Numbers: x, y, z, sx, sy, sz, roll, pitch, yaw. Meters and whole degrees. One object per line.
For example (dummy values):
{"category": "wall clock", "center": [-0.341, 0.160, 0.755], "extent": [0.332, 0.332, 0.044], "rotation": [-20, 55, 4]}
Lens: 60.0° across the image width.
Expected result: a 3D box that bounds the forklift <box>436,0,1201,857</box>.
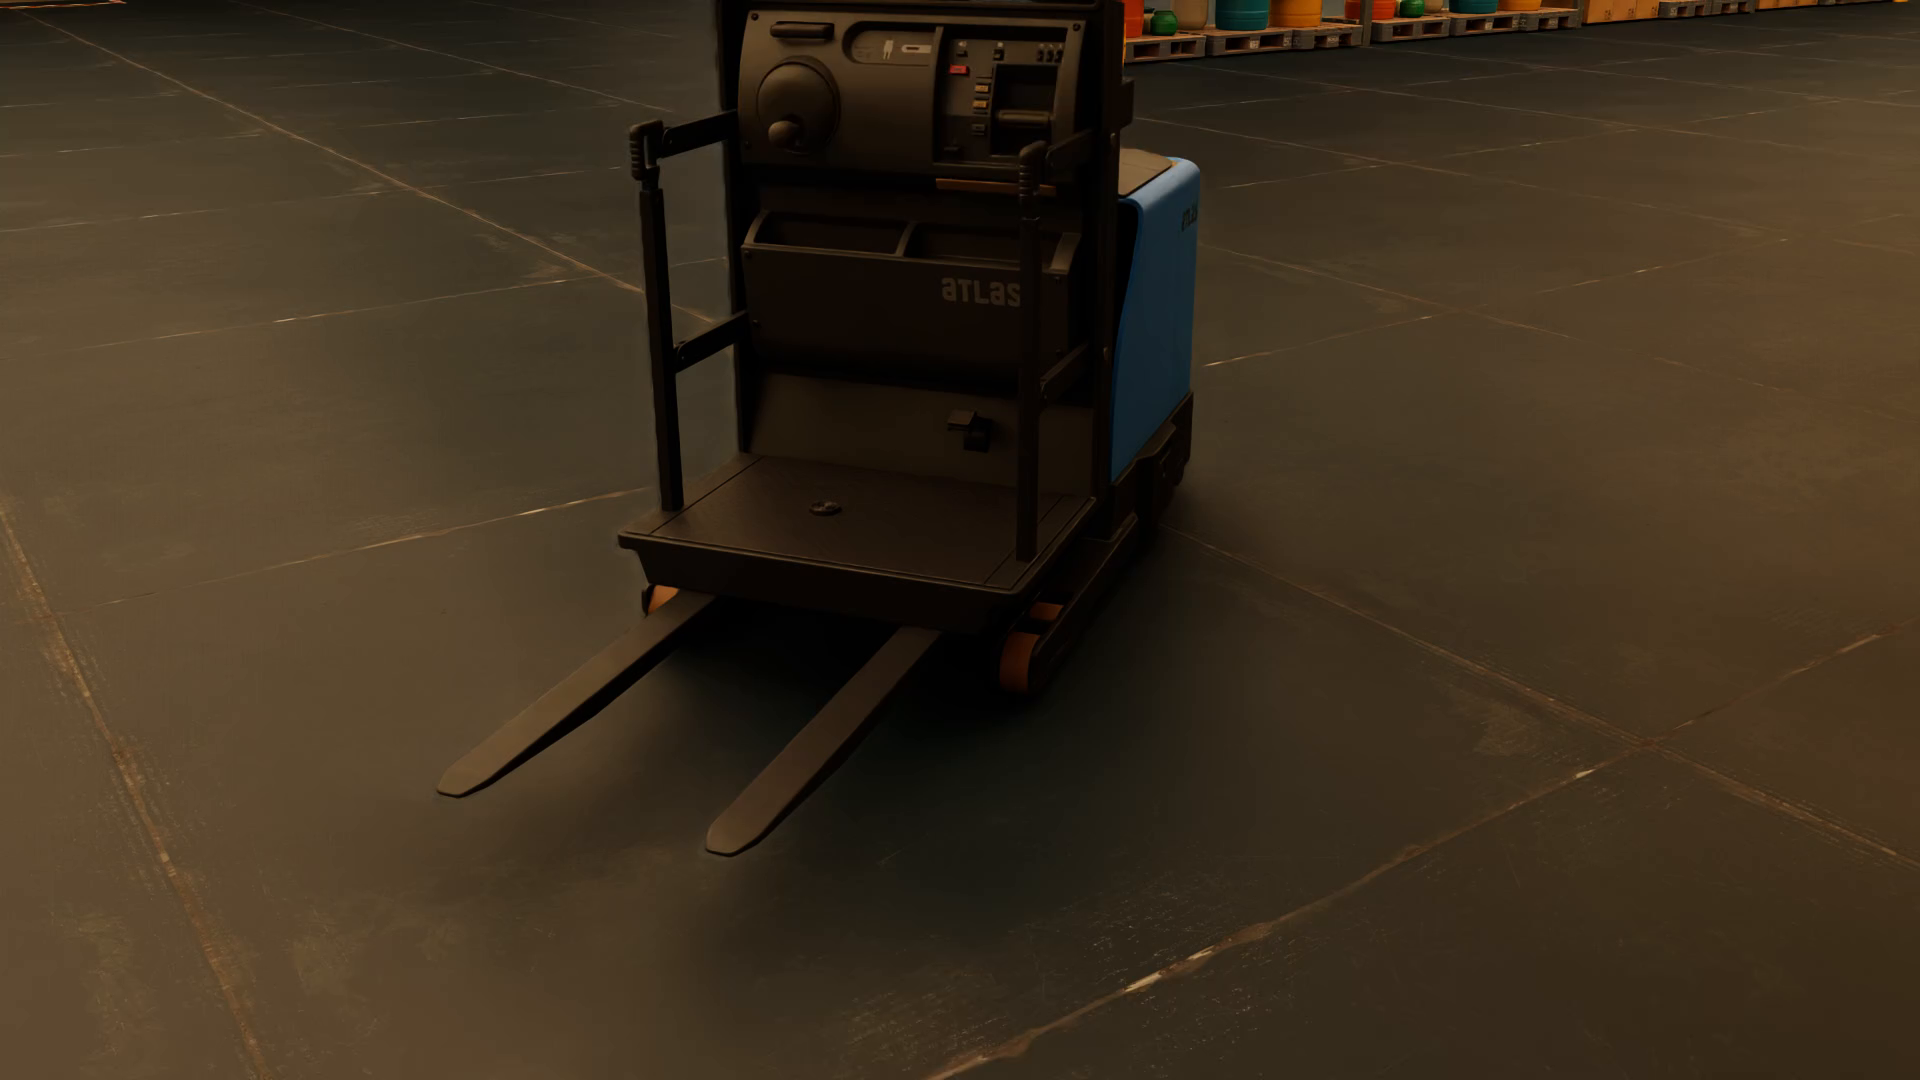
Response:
{"category": "forklift", "center": [-0.208, -1.138, 4.069], "extent": [1.130, 2.935, 3.031], "rotation": [8, 23, 19]}
